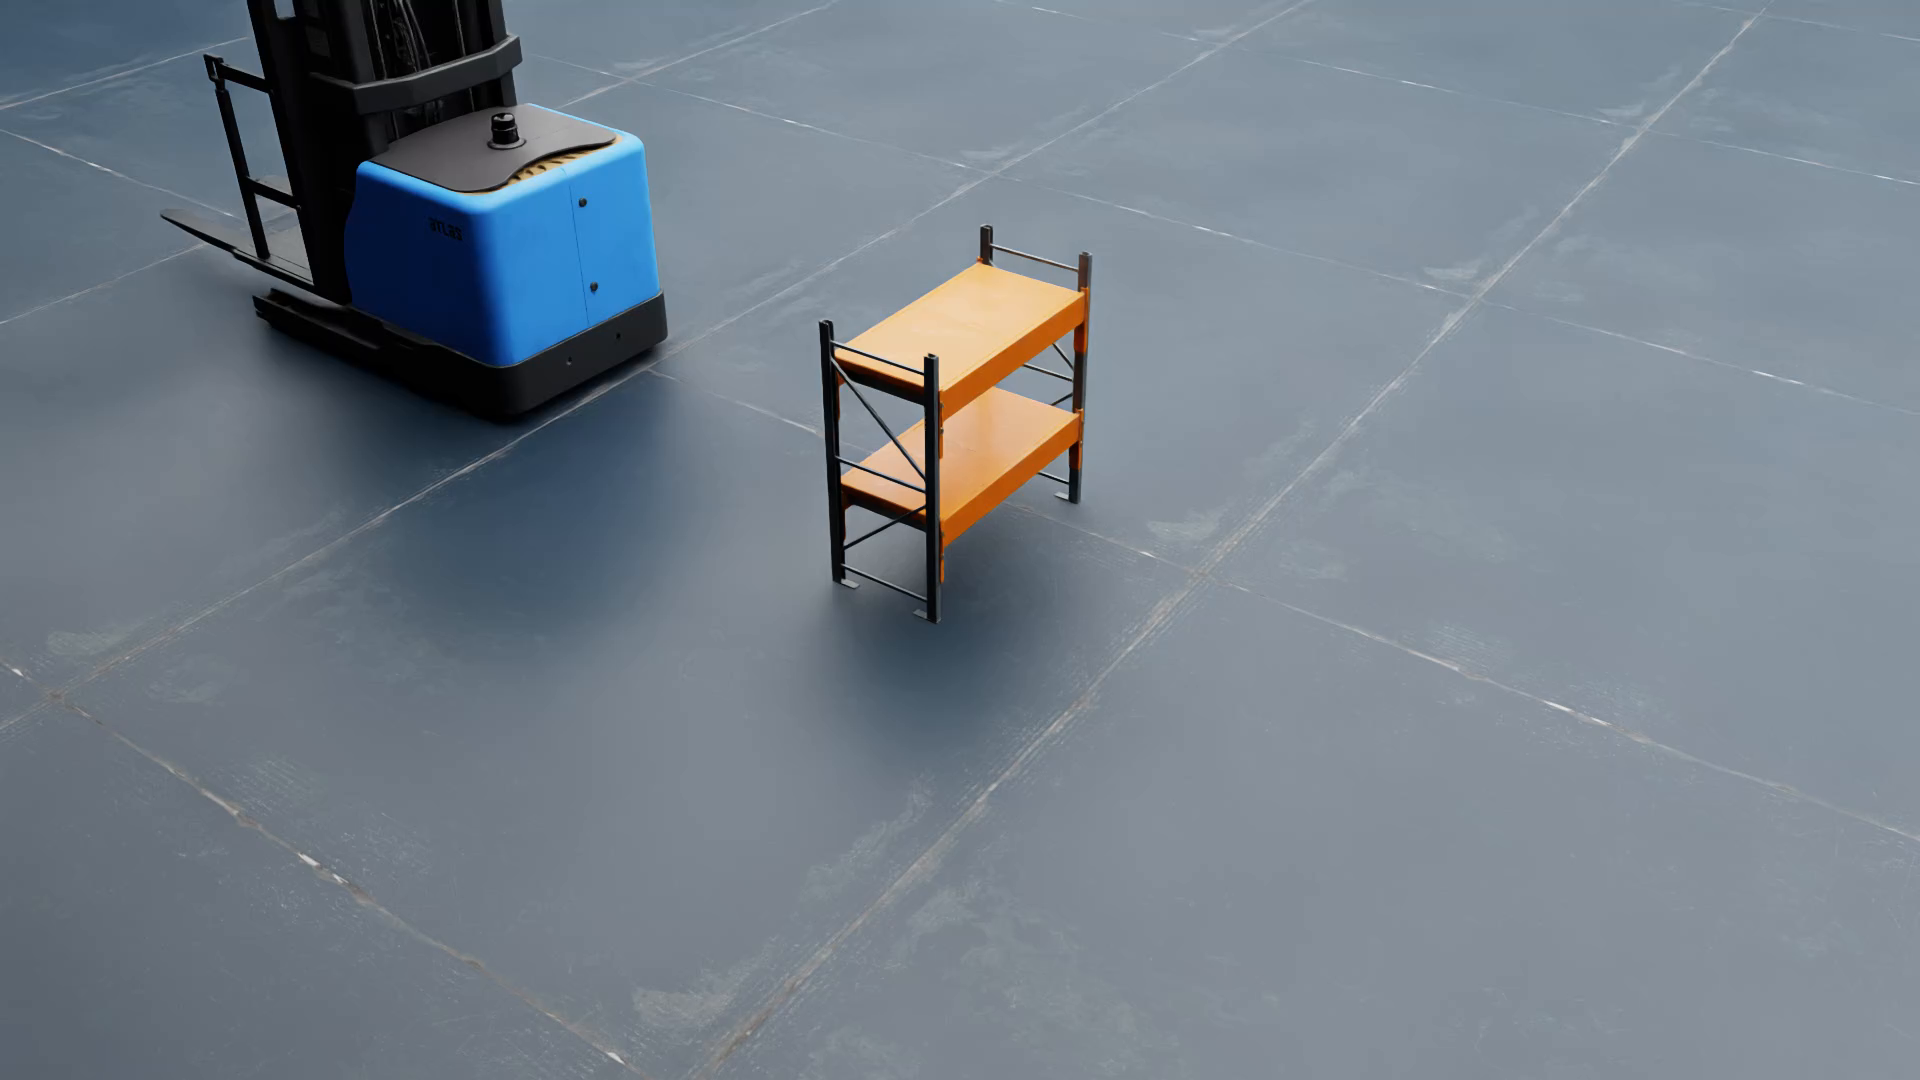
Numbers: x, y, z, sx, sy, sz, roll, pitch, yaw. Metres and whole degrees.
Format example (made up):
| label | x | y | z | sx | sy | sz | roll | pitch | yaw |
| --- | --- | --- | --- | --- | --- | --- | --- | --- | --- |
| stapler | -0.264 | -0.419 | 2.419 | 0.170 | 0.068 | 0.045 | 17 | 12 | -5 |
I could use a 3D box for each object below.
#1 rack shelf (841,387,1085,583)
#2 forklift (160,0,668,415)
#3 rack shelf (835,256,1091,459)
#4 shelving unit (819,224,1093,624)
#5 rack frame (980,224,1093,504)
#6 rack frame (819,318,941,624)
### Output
| label | x | y | z | sx | sy | sz | roll | pitch | yaw |
| --- | --- | --- | --- | --- | --- | --- | --- | --- | --- |
| rack shelf | 0.004 | -0.267 | 6.576 | 0.538 | 0.278 | 1.000 | 21 | 39 | 28 |
| forklift | -2.905 | -2.434 | 7.733 | 3.031 | 2.935 | 1.130 | 23 | 40 | 30 |
| rack shelf | 0.004 | -0.712 | 6.276 | 0.538 | 0.278 | 1.000 | 21 | 39 | 28 |
| shelving unit | 0.004 | -0.469 | 6.439 | 0.538 | 1.125 | 1.048 | 21 | 39 | 28 |
| rack frame | 0.294 | -0.703 | 6.785 | 0.500 | 1.125 | 0.032 | 21 | 39 | 28 |
| rack frame | -0.286 | -0.235 | 6.094 | 0.500 | 1.125 | 0.032 | 21 | 39 | 28 |
